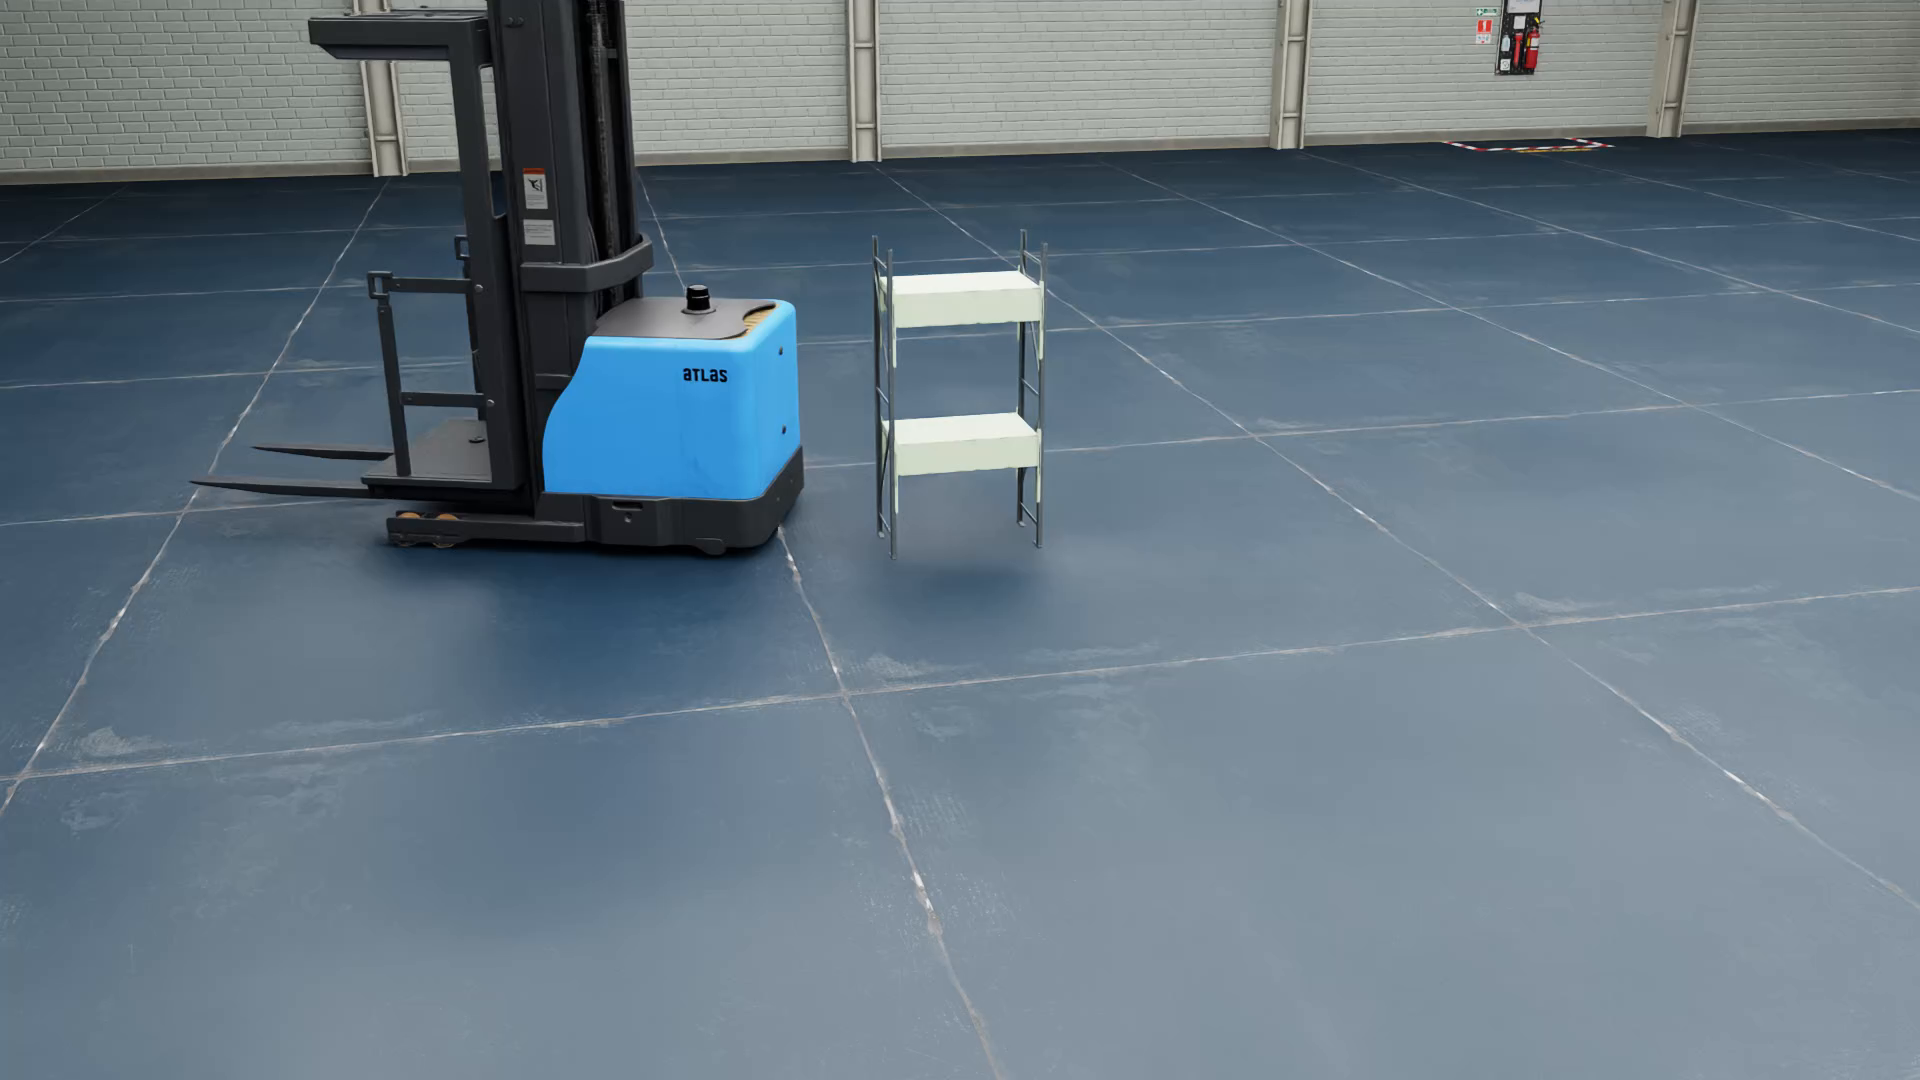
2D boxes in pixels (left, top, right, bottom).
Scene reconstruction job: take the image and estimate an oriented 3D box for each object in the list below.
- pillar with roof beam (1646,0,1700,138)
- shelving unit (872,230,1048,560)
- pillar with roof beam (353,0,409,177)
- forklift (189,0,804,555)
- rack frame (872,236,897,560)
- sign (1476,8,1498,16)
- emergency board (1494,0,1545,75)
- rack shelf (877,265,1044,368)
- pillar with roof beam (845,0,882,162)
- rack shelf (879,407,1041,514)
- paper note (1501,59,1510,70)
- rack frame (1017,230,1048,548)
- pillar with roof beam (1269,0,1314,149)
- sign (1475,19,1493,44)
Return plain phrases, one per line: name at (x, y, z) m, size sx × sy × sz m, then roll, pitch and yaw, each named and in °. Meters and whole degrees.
pillar with roof beam at (11.407, -8.771, 19.175) m, size 0.400 × 9.000 × 9.100 m, roll -5°, pitch 21°, yaw -12°
shelving unit at (-0.006, -0.704, 8.055) m, size 0.755 × 1.500 × 0.431 m, roll -5°, pitch 21°, yaw -12°
pillar with roof beam at (-6.110, -7.346, 15.286) m, size 0.400 × 9.000 × 9.100 m, roll -5°, pitch 21°, yaw -12°
forklift at (-2.390, -1.512, 8.181) m, size 3.031 × 2.935 × 1.130 m, roll 3°, pitch 20°, yaw 7°
rack frame at (-0.363, -0.675, 7.976) m, size 0.023 × 1.500 × 0.400 m, roll -5°, pitch 21°, yaw -12°
sign at (7.448, -7.466, 23.512) m, size 0.331 × 0.109 × 0.001 m, roll -5°, pitch 21°, yaw -12°
emergency board at (8.003, -7.212, 23.642) m, size 0.643 × 1.169 × 0.194 m, roll -5°, pitch 21°, yaw -12°
rack shelf at (-0.006, -1.070, 7.921) m, size 0.720 × 0.370 × 0.431 m, roll -5°, pitch 21°, yaw -12°
pillar with roof beam at (-0.271, -7.821, 16.583) m, size 0.400 × 9.000 × 9.100 m, roll -5°, pitch 21°, yaw -12°
rack shelf at (-0.006, -0.398, 8.167) m, size 0.720 × 0.370 × 0.431 m, roll -5°, pitch 21°, yaw -12°
paper note at (7.815, -6.808, 23.818) m, size 0.142 × 0.148 × 0.016 m, roll -5°, pitch 21°, yaw -12°
rack frame at (0.350, -0.733, 8.134) m, size 0.023 × 1.500 × 0.400 m, roll -5°, pitch 21°, yaw -12°
pillar with roof beam at (5.568, -8.296, 17.879) m, size 0.400 × 9.000 × 9.100 m, roll -5°, pitch 21°, yaw -12°
sign at (7.441, -7.220, 23.611) m, size 0.234 × 0.329 × 0.001 m, roll -5°, pitch 21°, yaw -12°
